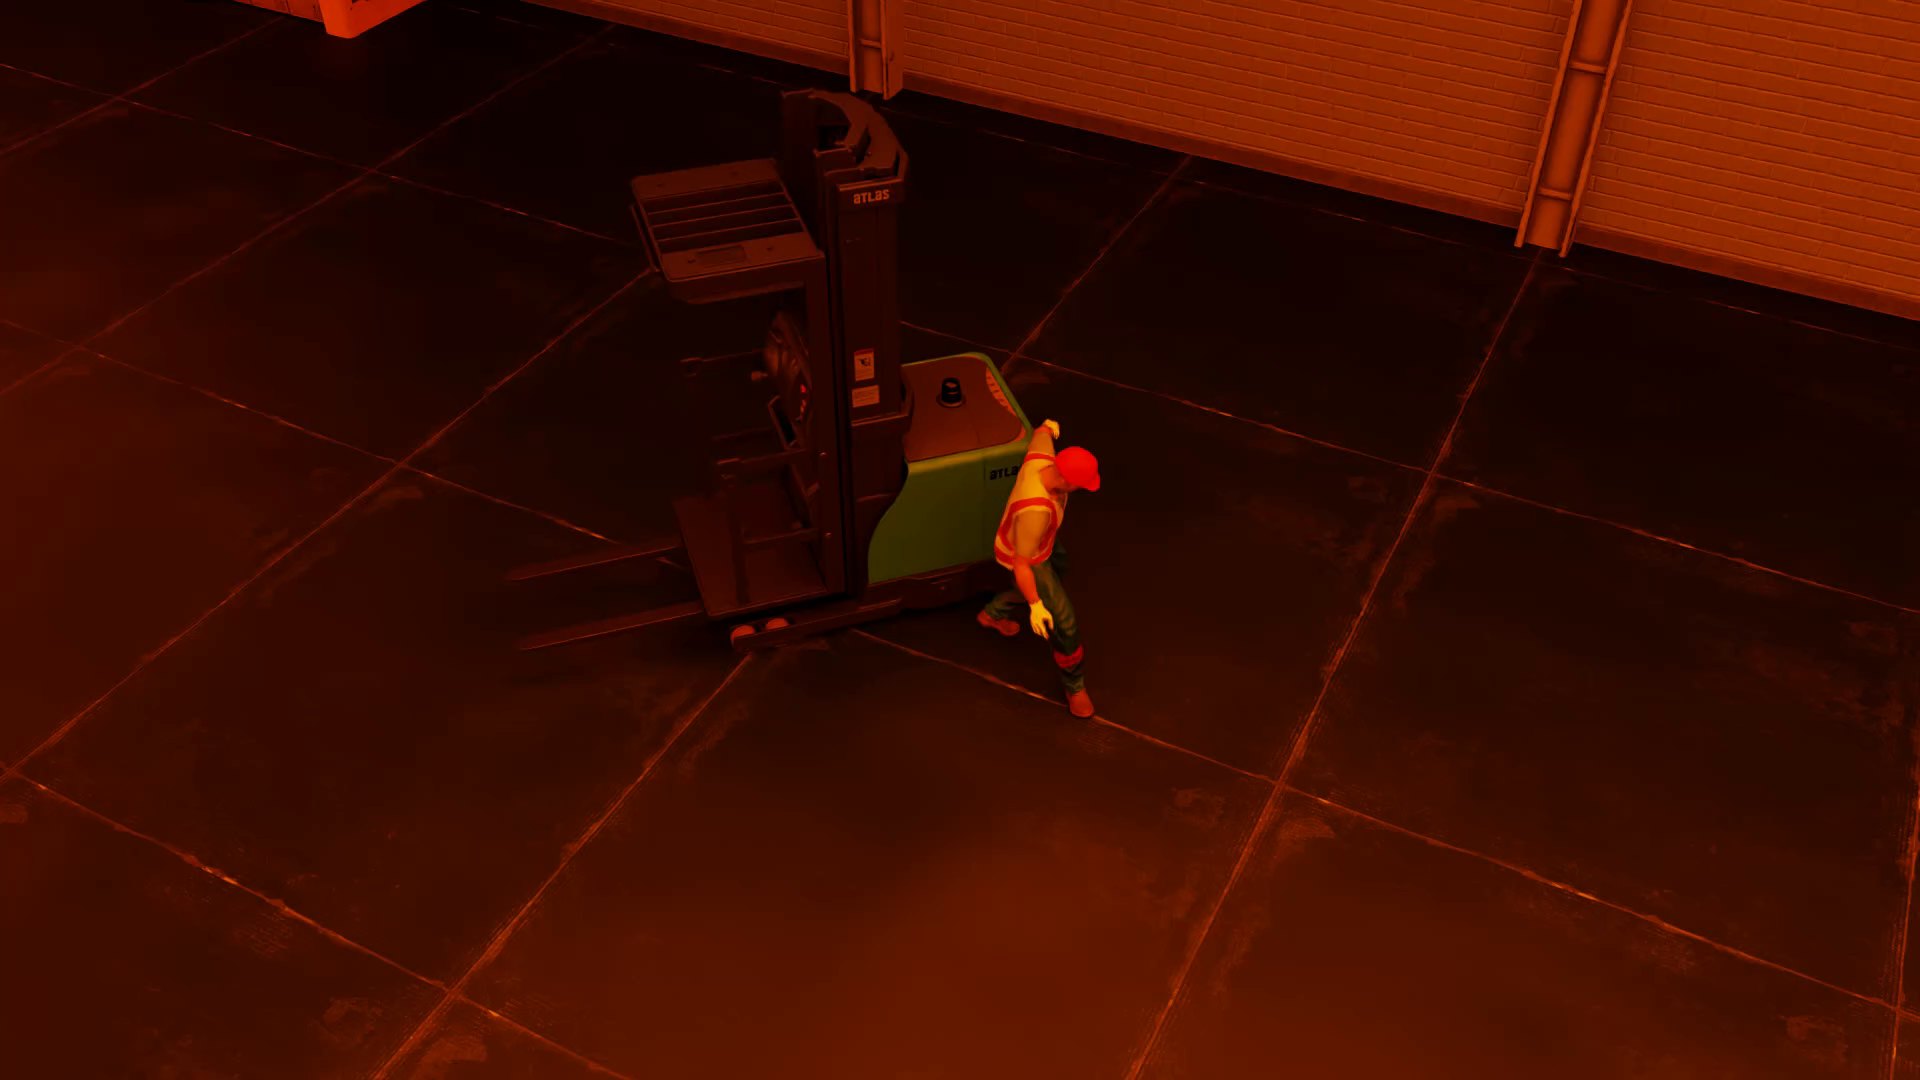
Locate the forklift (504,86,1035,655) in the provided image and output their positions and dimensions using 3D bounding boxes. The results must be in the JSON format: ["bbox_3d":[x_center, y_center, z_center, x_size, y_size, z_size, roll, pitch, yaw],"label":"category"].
[{"bbox_3d":[-1.111,-0.853,8.999,3.031,2.935,1.130,-12,42,-14],"label":"forklift"}]

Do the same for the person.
[{"bbox_3d":[0.494,-0.001,9.053,0.766,1.580,1.234,10,41,11],"label":"person"}]
